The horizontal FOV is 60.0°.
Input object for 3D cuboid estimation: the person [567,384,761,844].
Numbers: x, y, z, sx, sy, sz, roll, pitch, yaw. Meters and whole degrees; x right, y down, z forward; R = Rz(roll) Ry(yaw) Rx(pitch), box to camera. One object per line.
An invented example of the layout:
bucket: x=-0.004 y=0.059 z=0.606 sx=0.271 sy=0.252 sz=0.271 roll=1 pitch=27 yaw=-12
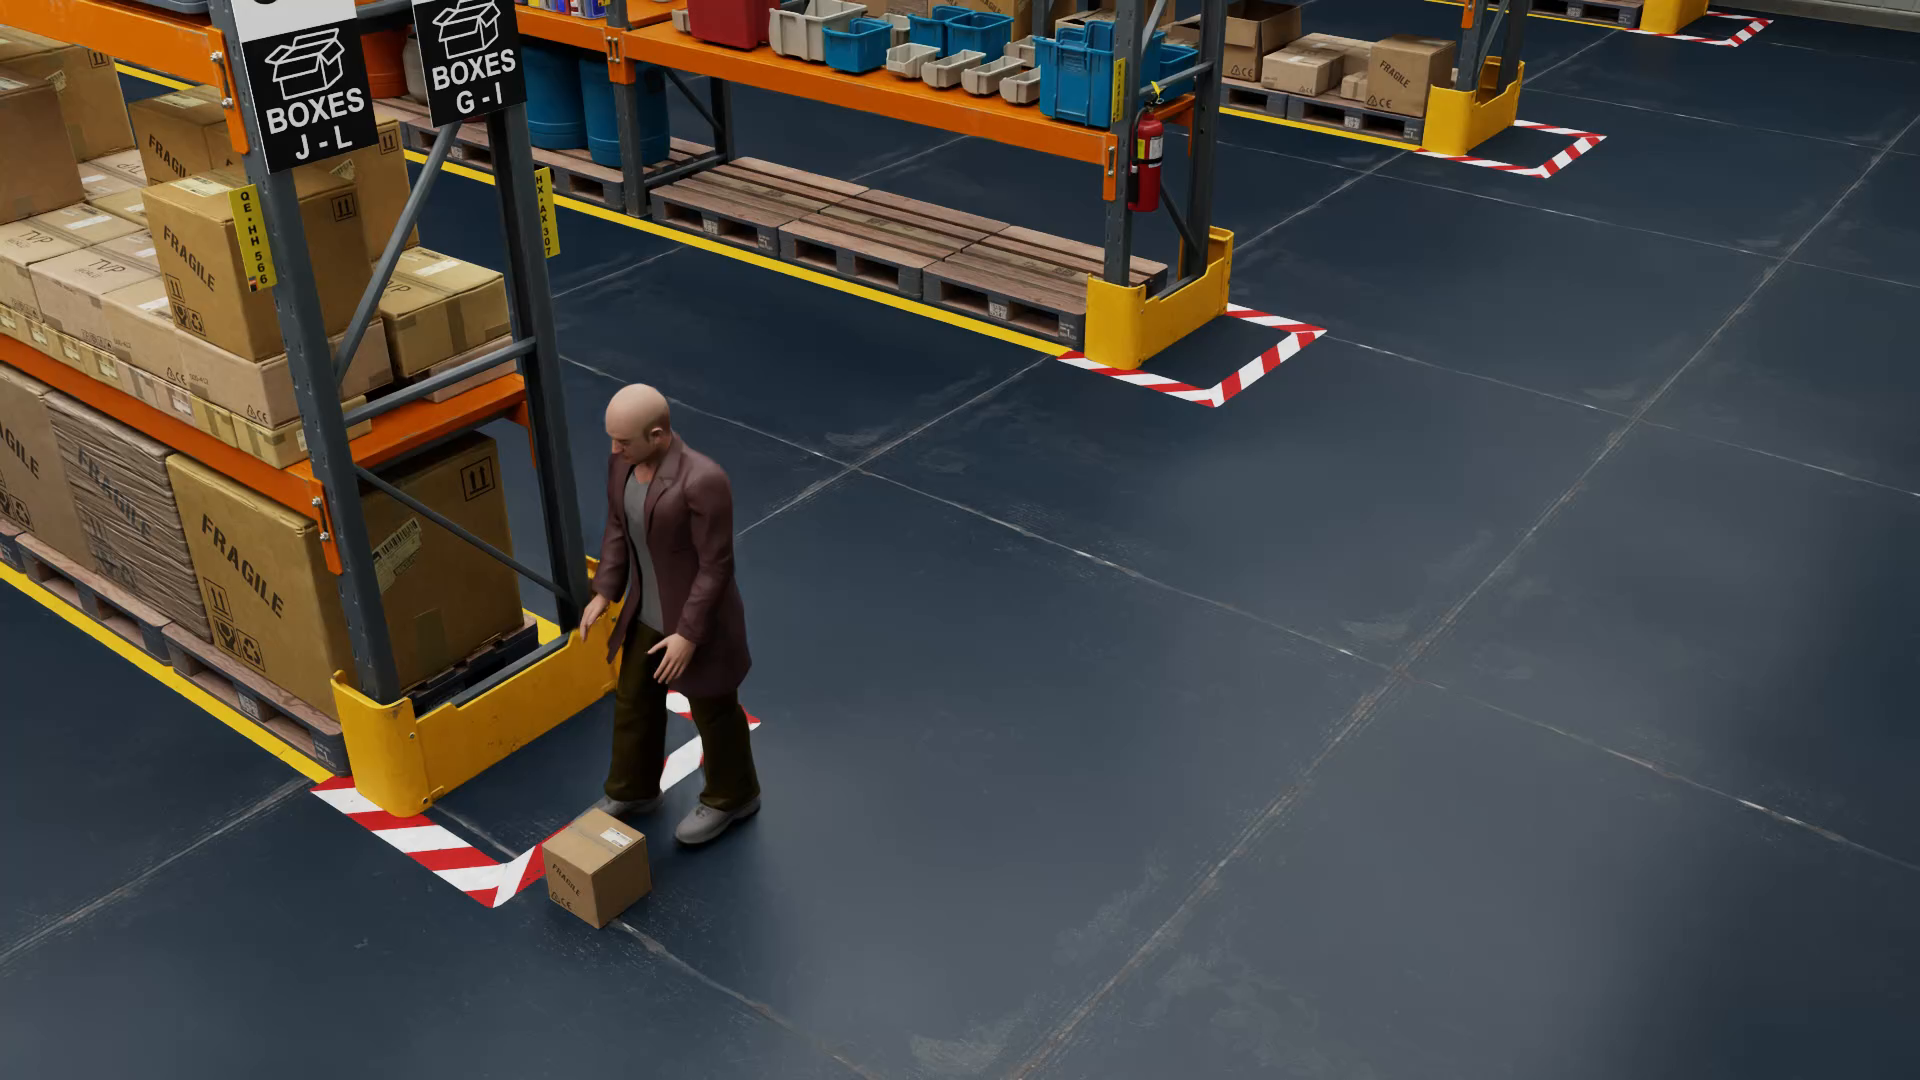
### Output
person: x=-1.032 y=0.311 z=5.641 sx=0.596 sy=1.737 sz=0.604 roll=25 pitch=38 yaw=35
